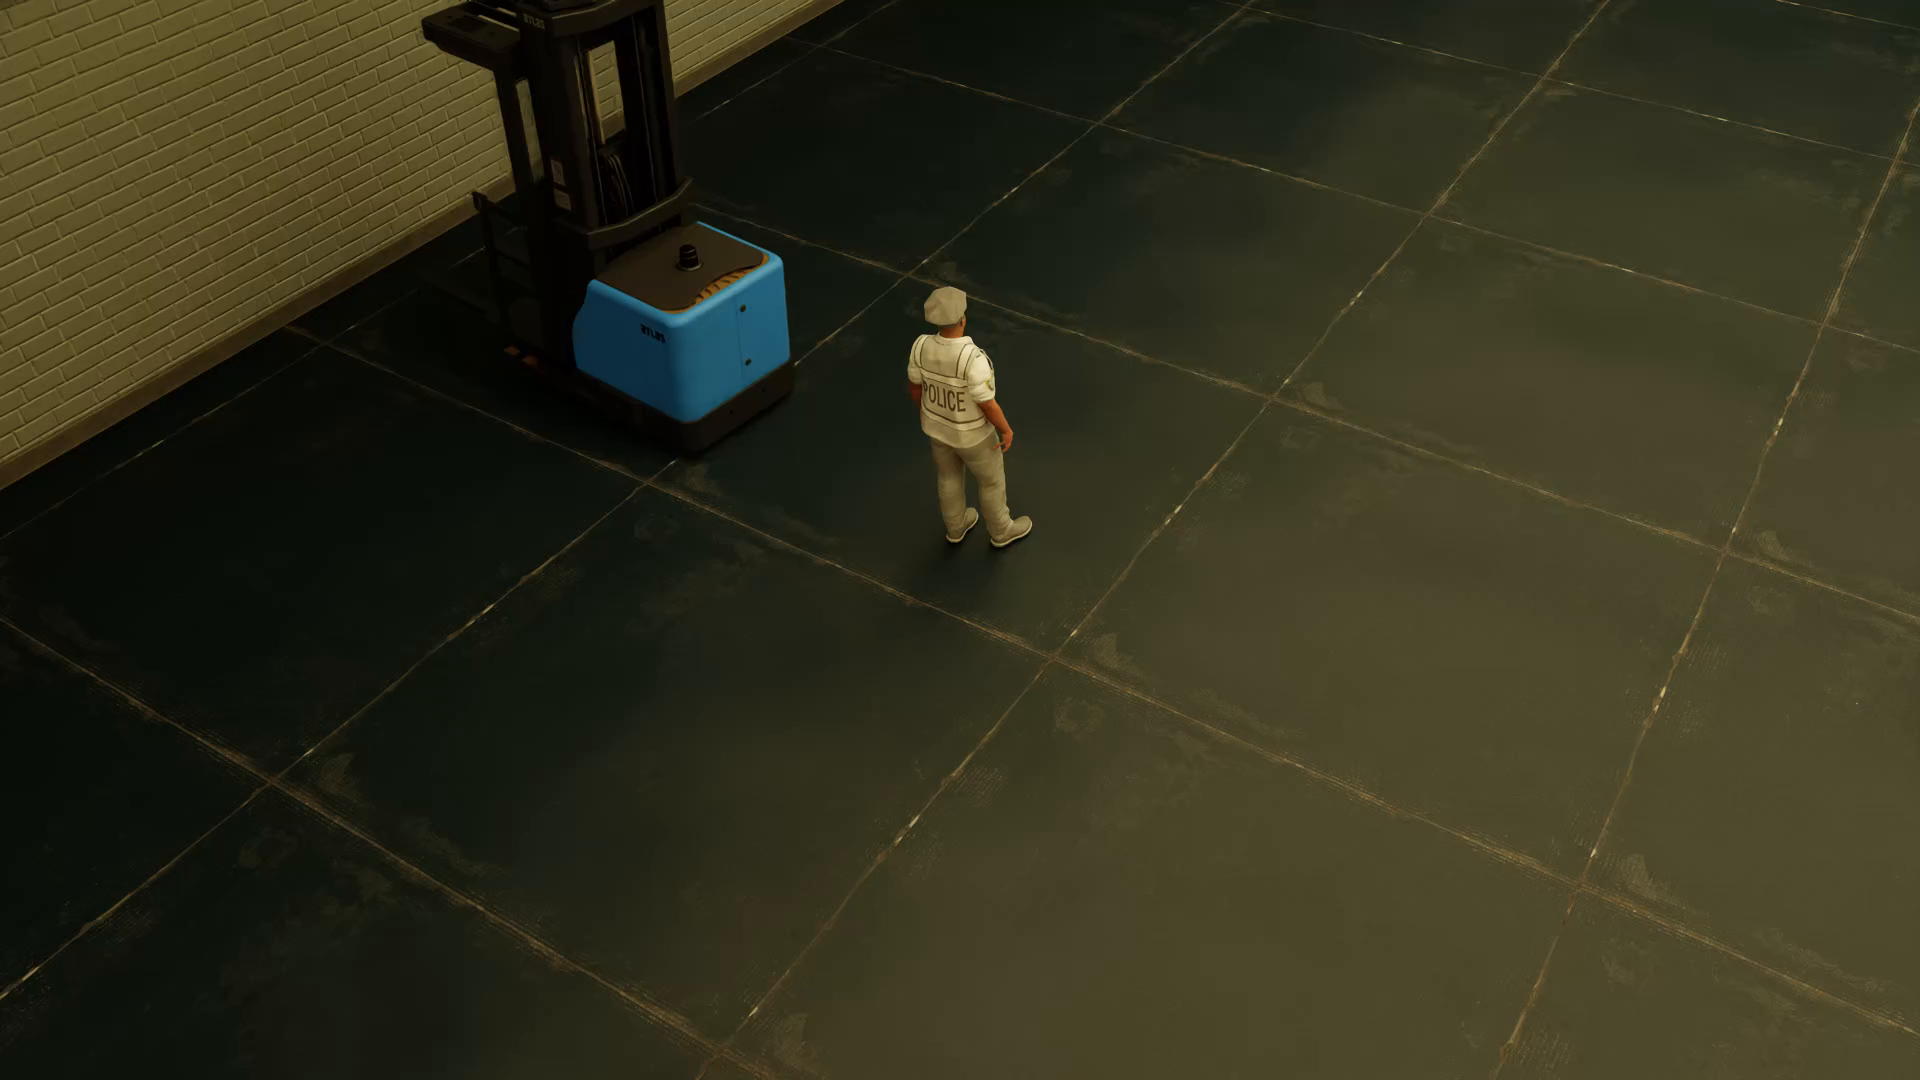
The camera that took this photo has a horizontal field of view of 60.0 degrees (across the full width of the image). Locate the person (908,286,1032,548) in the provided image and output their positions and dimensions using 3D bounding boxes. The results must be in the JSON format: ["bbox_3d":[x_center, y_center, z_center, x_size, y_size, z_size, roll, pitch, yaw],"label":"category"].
[{"bbox_3d":[0.052,-0.723,9.698,0.640,1.781,0.575,22,45,24],"label":"person"}]

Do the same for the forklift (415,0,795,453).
[{"bbox_3d":[-2.602,-2.469,10.881,3.031,2.935,1.130,27,47,28],"label":"forklift"}]
